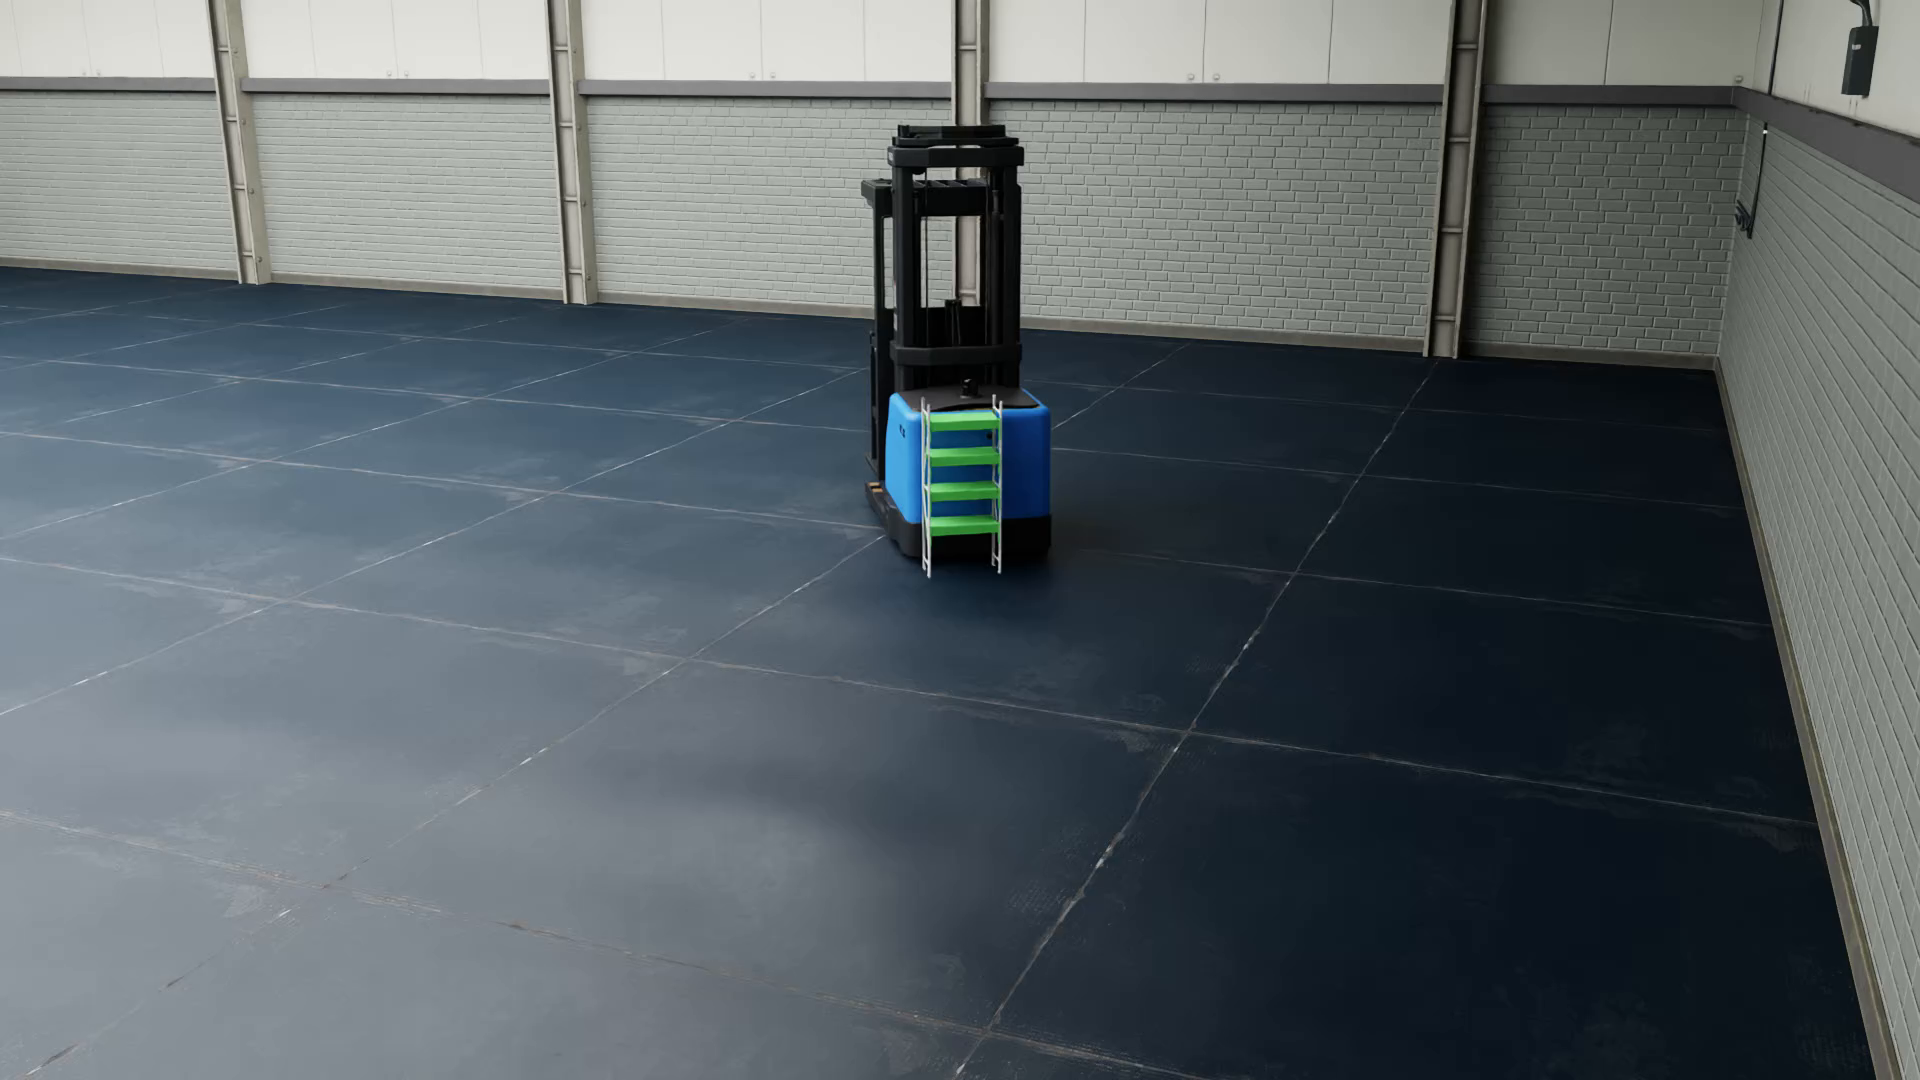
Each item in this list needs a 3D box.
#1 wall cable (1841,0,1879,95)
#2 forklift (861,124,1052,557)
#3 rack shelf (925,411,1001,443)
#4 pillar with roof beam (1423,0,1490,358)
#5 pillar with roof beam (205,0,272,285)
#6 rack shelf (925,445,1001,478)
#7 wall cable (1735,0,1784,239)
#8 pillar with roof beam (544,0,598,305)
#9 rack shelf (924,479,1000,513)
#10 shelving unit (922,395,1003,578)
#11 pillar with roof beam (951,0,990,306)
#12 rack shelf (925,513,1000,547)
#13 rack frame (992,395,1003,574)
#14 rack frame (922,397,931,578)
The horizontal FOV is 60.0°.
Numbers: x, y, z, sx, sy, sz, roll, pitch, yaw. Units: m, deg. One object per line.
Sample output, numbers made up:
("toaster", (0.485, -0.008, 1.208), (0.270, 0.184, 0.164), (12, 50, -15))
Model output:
("wall cable", (4.468, -5.039, 7.292), (0.169, 6.003, 2.305), (6, 17, 21))
("forklift", (-0.140, -1.657, 12.625), (1.130, 2.935, 3.031), (-3, 16, -11))
("rack shelf", (0.013, -0.761, 11.151), (0.480, 0.148, 0.258), (-3, 17, -11))
("pillar with roof beam", (4.131, -5.394, 14.615), (0.400, 9.000, 9.100), (6, 17, 21))
("pillar with roof beam", (-12.613, -7.236, 20.957), (0.400, 9.000, 9.100), (6, 17, 21))
("rack shelf", (0.013, -0.531, 11.218), (0.480, 0.148, 0.258), (-3, 17, -11))
("wall cable", (7.966, -4.375, 16.674), (0.112, 2.526, 3.097), (6, 17, 21))
("pillar with roof beam", (-7.032, -6.622, 18.843), (0.400, 9.000, 9.100), (6, 17, 21))
("rack shelf", (0.013, -0.300, 11.285), (0.480, 0.148, 0.258), (-3, 17, -11))
("shelving unit", (0.013, -0.362, 11.268), (0.503, 1.200, 0.258), (-3, 17, -11))
("pillar with roof beam", (-1.450, -6.008, 16.729), (0.400, 9.000, 9.100), (6, 17, 21))
("rack shelf", (0.013, -0.070, 11.353), (0.480, 0.148, 0.258), (-3, 17, -11))
("rack frame", (0.253, -0.375, 11.312), (0.015, 1.200, 0.240), (-3, 17, -11))
("rack frame", (-0.226, -0.349, 11.223), (0.015, 1.200, 0.240), (-3, 17, -11))
